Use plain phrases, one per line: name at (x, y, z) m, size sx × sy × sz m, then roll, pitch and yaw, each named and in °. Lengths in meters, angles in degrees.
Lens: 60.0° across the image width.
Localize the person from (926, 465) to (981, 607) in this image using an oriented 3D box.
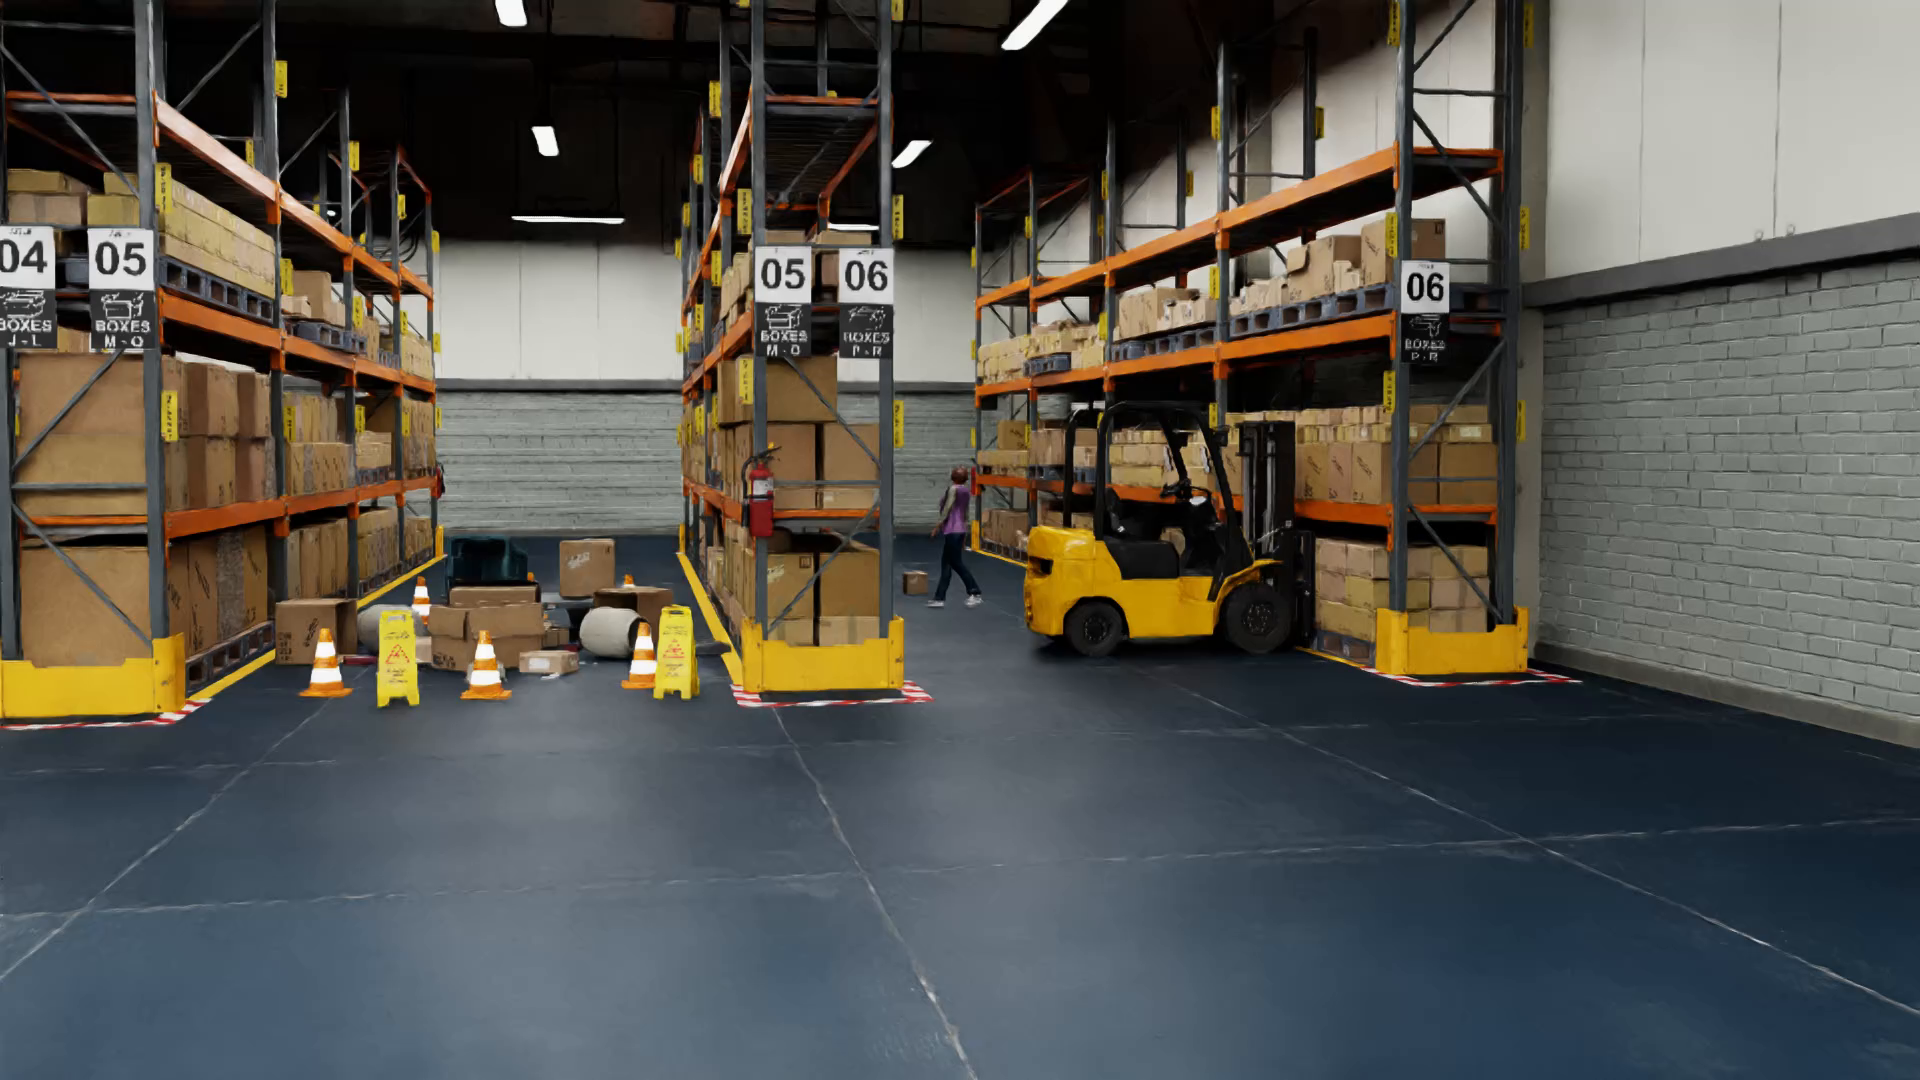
person at (-0.060, -0.043, 18.316) m, size 0.613 × 1.559 × 0.467 m, roll 1°, pitch 3°, yaw 12°
